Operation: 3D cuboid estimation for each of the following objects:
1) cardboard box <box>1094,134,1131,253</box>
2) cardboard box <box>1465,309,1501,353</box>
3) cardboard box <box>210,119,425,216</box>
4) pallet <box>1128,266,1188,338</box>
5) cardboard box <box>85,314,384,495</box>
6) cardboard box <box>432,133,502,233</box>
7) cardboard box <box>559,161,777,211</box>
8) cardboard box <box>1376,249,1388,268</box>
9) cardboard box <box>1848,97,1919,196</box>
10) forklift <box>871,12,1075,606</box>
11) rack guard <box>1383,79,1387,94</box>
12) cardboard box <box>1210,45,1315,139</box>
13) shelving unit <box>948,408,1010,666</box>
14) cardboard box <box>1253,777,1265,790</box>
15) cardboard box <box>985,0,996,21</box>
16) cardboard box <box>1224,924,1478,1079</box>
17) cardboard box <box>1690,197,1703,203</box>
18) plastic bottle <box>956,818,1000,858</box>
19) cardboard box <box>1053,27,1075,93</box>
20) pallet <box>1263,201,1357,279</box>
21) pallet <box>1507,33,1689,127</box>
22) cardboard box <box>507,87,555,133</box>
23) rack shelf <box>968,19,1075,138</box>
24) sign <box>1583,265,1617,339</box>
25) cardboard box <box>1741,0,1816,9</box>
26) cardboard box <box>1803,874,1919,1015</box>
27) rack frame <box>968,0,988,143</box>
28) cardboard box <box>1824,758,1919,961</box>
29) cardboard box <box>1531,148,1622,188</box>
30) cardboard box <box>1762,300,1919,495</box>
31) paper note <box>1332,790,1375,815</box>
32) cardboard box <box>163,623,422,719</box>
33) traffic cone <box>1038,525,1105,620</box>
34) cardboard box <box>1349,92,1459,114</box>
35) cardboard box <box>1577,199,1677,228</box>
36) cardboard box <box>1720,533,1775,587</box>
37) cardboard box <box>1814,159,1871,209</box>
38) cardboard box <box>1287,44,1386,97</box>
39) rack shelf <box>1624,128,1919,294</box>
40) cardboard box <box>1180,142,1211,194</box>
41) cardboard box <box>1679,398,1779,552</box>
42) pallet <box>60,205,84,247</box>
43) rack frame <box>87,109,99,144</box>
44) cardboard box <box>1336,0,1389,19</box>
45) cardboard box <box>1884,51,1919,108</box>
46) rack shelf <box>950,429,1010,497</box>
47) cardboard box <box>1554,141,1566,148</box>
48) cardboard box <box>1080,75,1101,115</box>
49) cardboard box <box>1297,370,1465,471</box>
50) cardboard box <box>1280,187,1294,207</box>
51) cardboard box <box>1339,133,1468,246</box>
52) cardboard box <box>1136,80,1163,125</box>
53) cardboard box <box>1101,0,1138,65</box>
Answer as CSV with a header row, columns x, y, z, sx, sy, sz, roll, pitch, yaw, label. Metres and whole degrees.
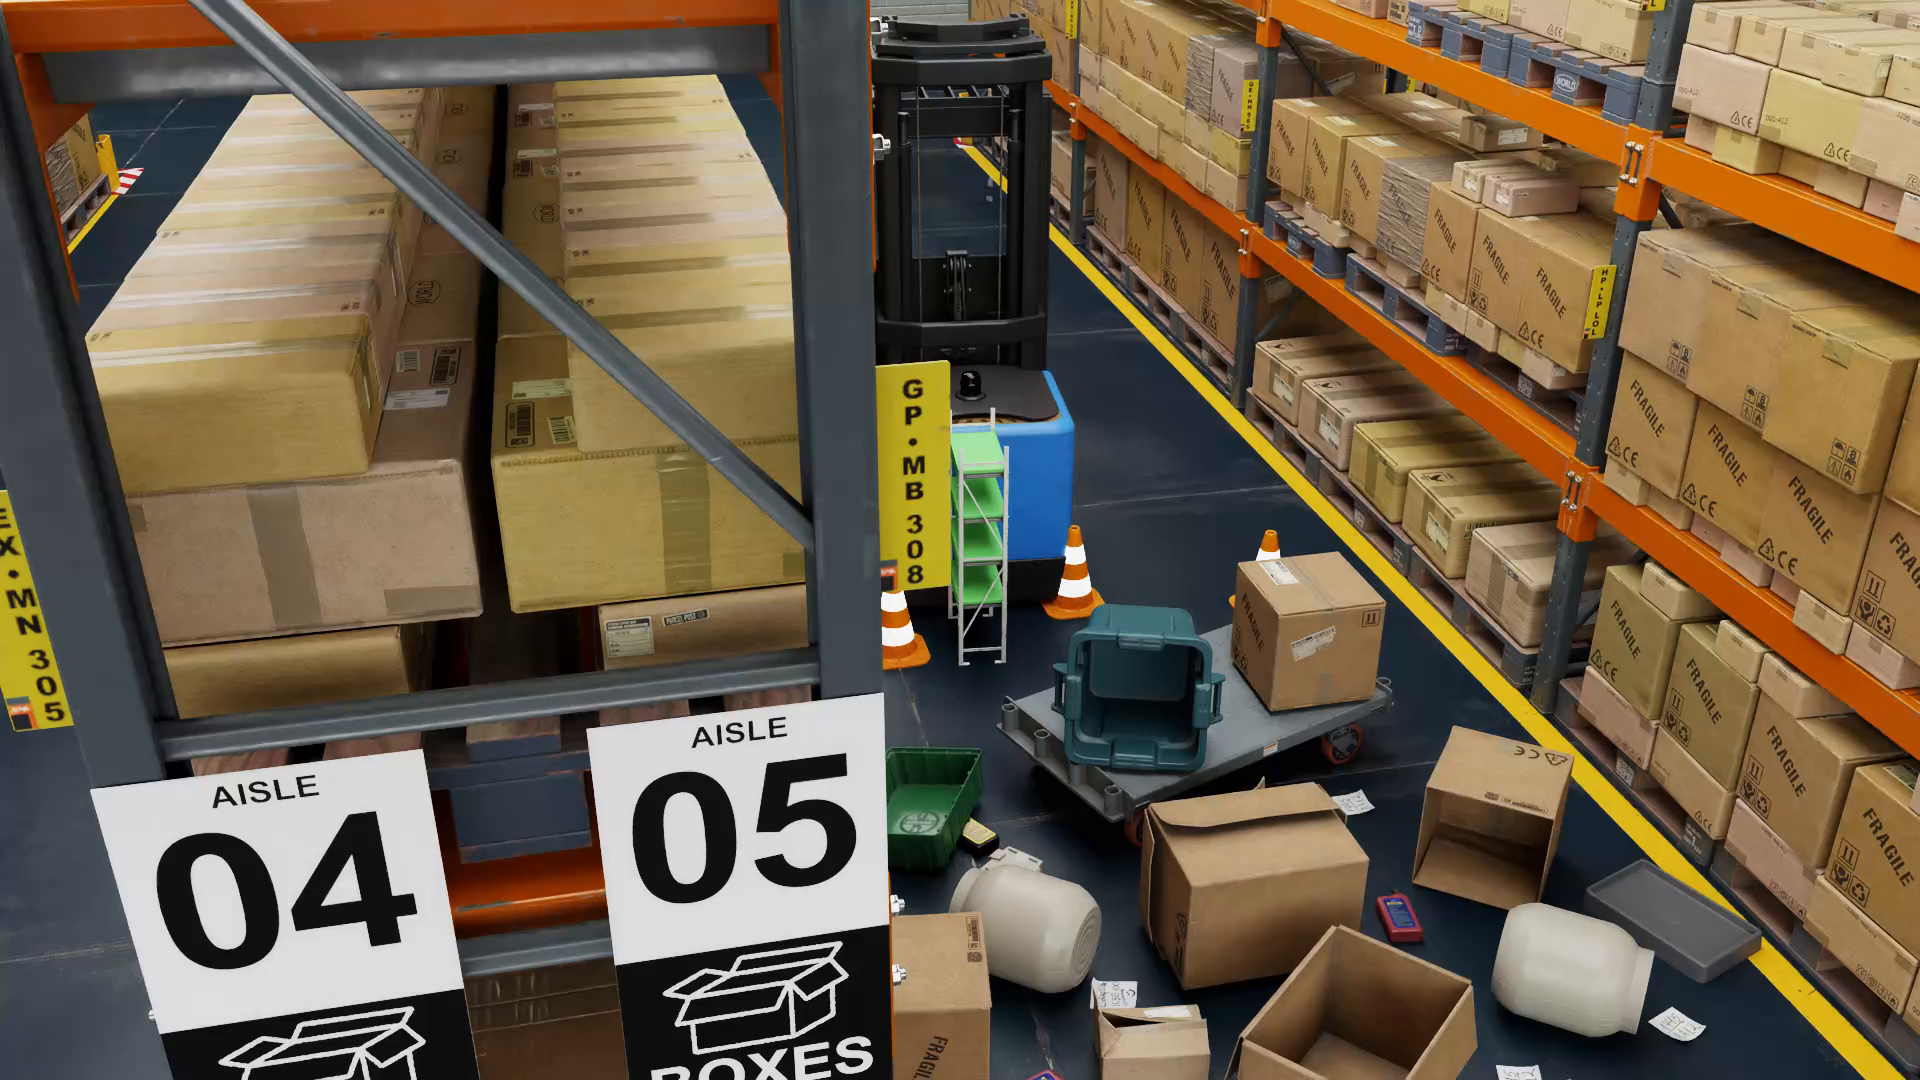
x,y,z,sx,sy,sz,roll,pitch,yaw,label
1.709,-3.051,14.357,0.875,0.875,0.875,-5,27,-10,cardboard box
2.774,-1.064,8.342,0.380,0.149,0.250,-6,27,-12,cardboard box
-1.297,-0.748,3.390,0.380,0.149,0.250,-6,27,-12,cardboard box
2.017,-1.963,13.406,1.003,0.211,1.213,-6,27,-12,pallet
-1.010,-0.189,2.284,0.380,0.149,0.250,-6,27,-11,cardboard box
-1.324,-0.746,3.829,0.500,0.250,0.500,-6,27,-11,cardboard box
-0.539,-0.588,3.074,0.380,0.149,0.250,-6,27,-11,cardboard box
2.607,-1.641,9.484,0.380,0.149,0.250,-5,27,-10,cardboard box
3.352,-1.301,5.506,0.500,0.250,0.500,-6,27,-11,cardboard box
-0.071,-1.588,9.643,1.130,2.935,3.031,-3,27,-6,forklift
5.442,-5.188,19.474,1.175,0.500,0.348,-6,27,-12,rack guard
2.022,-3.011,11.167,0.500,0.500,0.500,-7,28,-13,cardboard box
0.085,-0.014,8.446,0.258,1.200,0.503,-3,27,-6,shelving unit
1.387,1.232,7.014,0.396,0.266,0.258,19,32,32,cardboard box
0.560,-5.417,17.043,0.500,0.500,0.500,-6,27,-12,cardboard box
1.334,1.793,5.640,0.637,0.503,0.797,19,32,32,cardboard box
6.565,-2.737,14.152,0.500,0.500,0.500,-7,28,-13,cardboard box
0.027,1.263,7.180,0.133,0.061,0.283,-23,35,-38,plastic bottle
1.138,-4.298,14.826,0.500,0.500,0.500,-6,27,-11,cardboard box
2.657,-1.932,10.462,1.213,0.211,1.003,-6,27,-12,pallet
3.259,-2.101,7.463,1.213,0.211,1.003,-6,27,-12,pallet
-0.920,-1.022,4.377,0.500,0.250,0.500,-6,27,-12,cardboard box
1.041,-4.633,16.398,1.077,0.370,4.000,-6,27,-12,rack shelf
2.755,-1.023,7.163,0.100,0.325,0.005,-6,27,-12,sign
3.553,-2.321,7.390,0.500,0.250,0.500,-7,28,-13,cardboard box
3.519,1.447,6.139,0.500,0.250,0.500,-7,28,-13,cardboard box
0.590,-5.832,17.975,1.000,3.000,0.127,-6,27,-12,rack frame
3.534,1.121,5.953,0.500,0.500,0.500,-7,28,-13,cardboard box
3.188,-1.927,8.612,0.380,0.149,0.250,-4,27,-9,cardboard box
3.363,-0.523,5.906,0.700,0.500,0.500,-7,28,-13,cardboard box
1.752,1.167,7.403,0.148,0.019,0.142,-6,27,-12,paper note
-1.009,0.169,2.460,0.380,0.149,0.250,-6,27,-12,cardboard box
0.611,0.141,8.958,0.336,0.463,0.334,-6,27,-12,traffic cone
2.766,-2.513,10.494,0.500,0.500,0.500,-7,28,-13,cardboard box
3.355,-1.384,8.255,0.500,0.500,0.500,-6,27,-11,cardboard box
3.272,0.050,6.600,0.380,0.149,0.250,-5,27,-10,cardboard box
3.312,-1.297,5.940,0.380,0.149,0.250,-5,27,-10,cardboard box
2.520,-3.052,11.248,0.500,0.500,0.500,-7,28,-13,cardboard box
3.745,-0.704,5.285,1.077,0.370,4.000,-6,27,-12,rack shelf
1.896,-2.671,11.880,0.500,0.250,0.500,-5,27,-11,cardboard box
3.258,-0.302,6.578,0.500,0.500,0.500,-6,27,-12,cardboard box
-8.537,-2.703,14.871,1.003,0.211,1.213,-6,27,-12,pallet
-9.065,-4.826,15.982,1.000,3.000,0.127,-6,27,-12,rack frame
2.597,-3.287,9.493,0.700,0.500,0.500,-6,27,-12,cardboard box
3.324,-1.526,5.508,0.380,0.149,0.250,-7,28,-13,cardboard box
0.085,-0.385,8.259,0.258,0.148,0.480,-3,27,-6,rack shelf
6.310,-4.001,17.045,0.380,0.149,0.250,-6,27,-12,cardboard box
1.334,-3.789,14.094,0.500,0.250,0.500,-7,28,-13,cardboard box
2.685,-0.762,10.381,0.950,0.372,0.625,-6,27,-13,cardboard box
2.285,-2.234,10.659,0.380,0.149,0.250,-8,28,-15,cardboard box
2.520,-2.003,9.483,0.500,0.500,0.500,-5,27,-11,cardboard box
1.665,-3.338,12.647,0.500,0.250,0.500,-7,28,-13,cardboard box
1.452,-4.124,13.371,0.500,0.500,0.500,-6,27,-12,cardboard box
